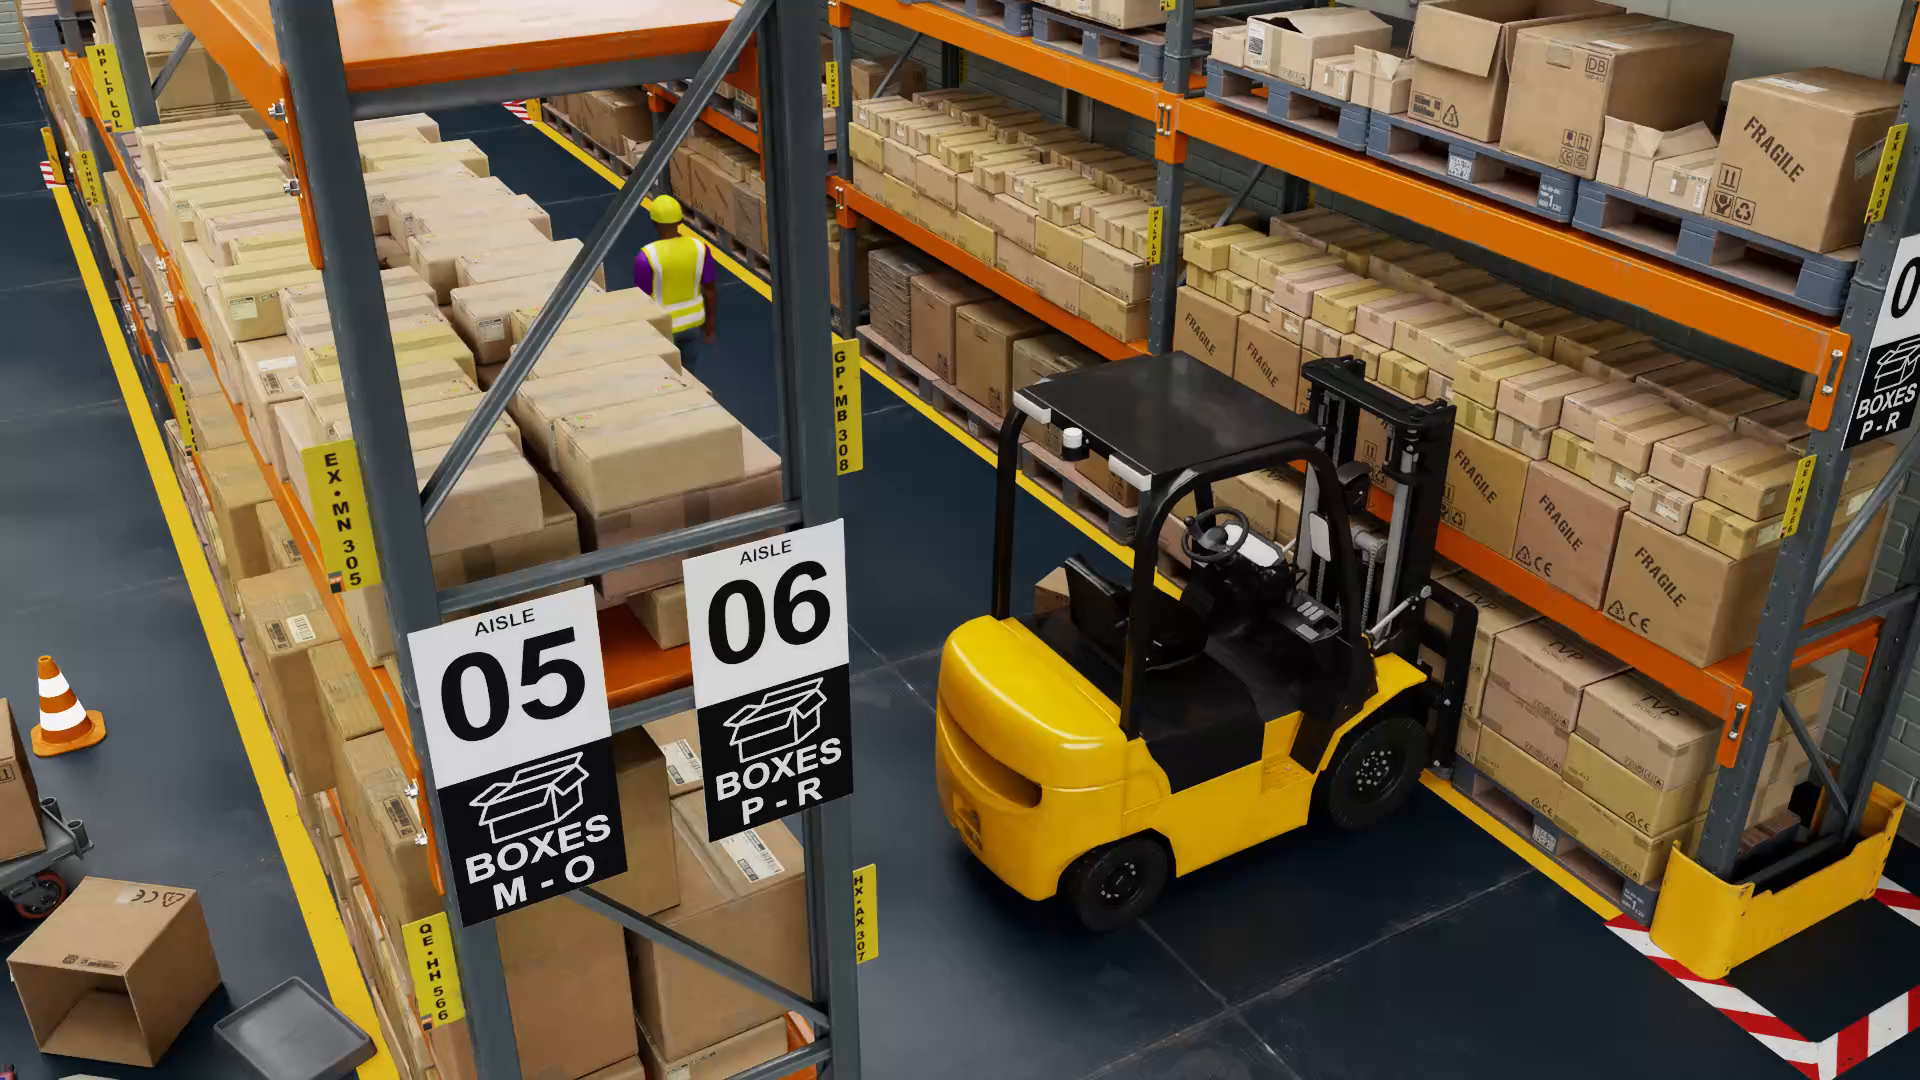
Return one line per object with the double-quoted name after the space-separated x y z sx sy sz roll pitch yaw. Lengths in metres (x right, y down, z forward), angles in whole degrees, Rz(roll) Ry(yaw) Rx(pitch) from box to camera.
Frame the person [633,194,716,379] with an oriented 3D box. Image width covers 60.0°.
-1.918 -1.447 11.104 0.602 1.756 0.483 -17 33 -28 "person"
